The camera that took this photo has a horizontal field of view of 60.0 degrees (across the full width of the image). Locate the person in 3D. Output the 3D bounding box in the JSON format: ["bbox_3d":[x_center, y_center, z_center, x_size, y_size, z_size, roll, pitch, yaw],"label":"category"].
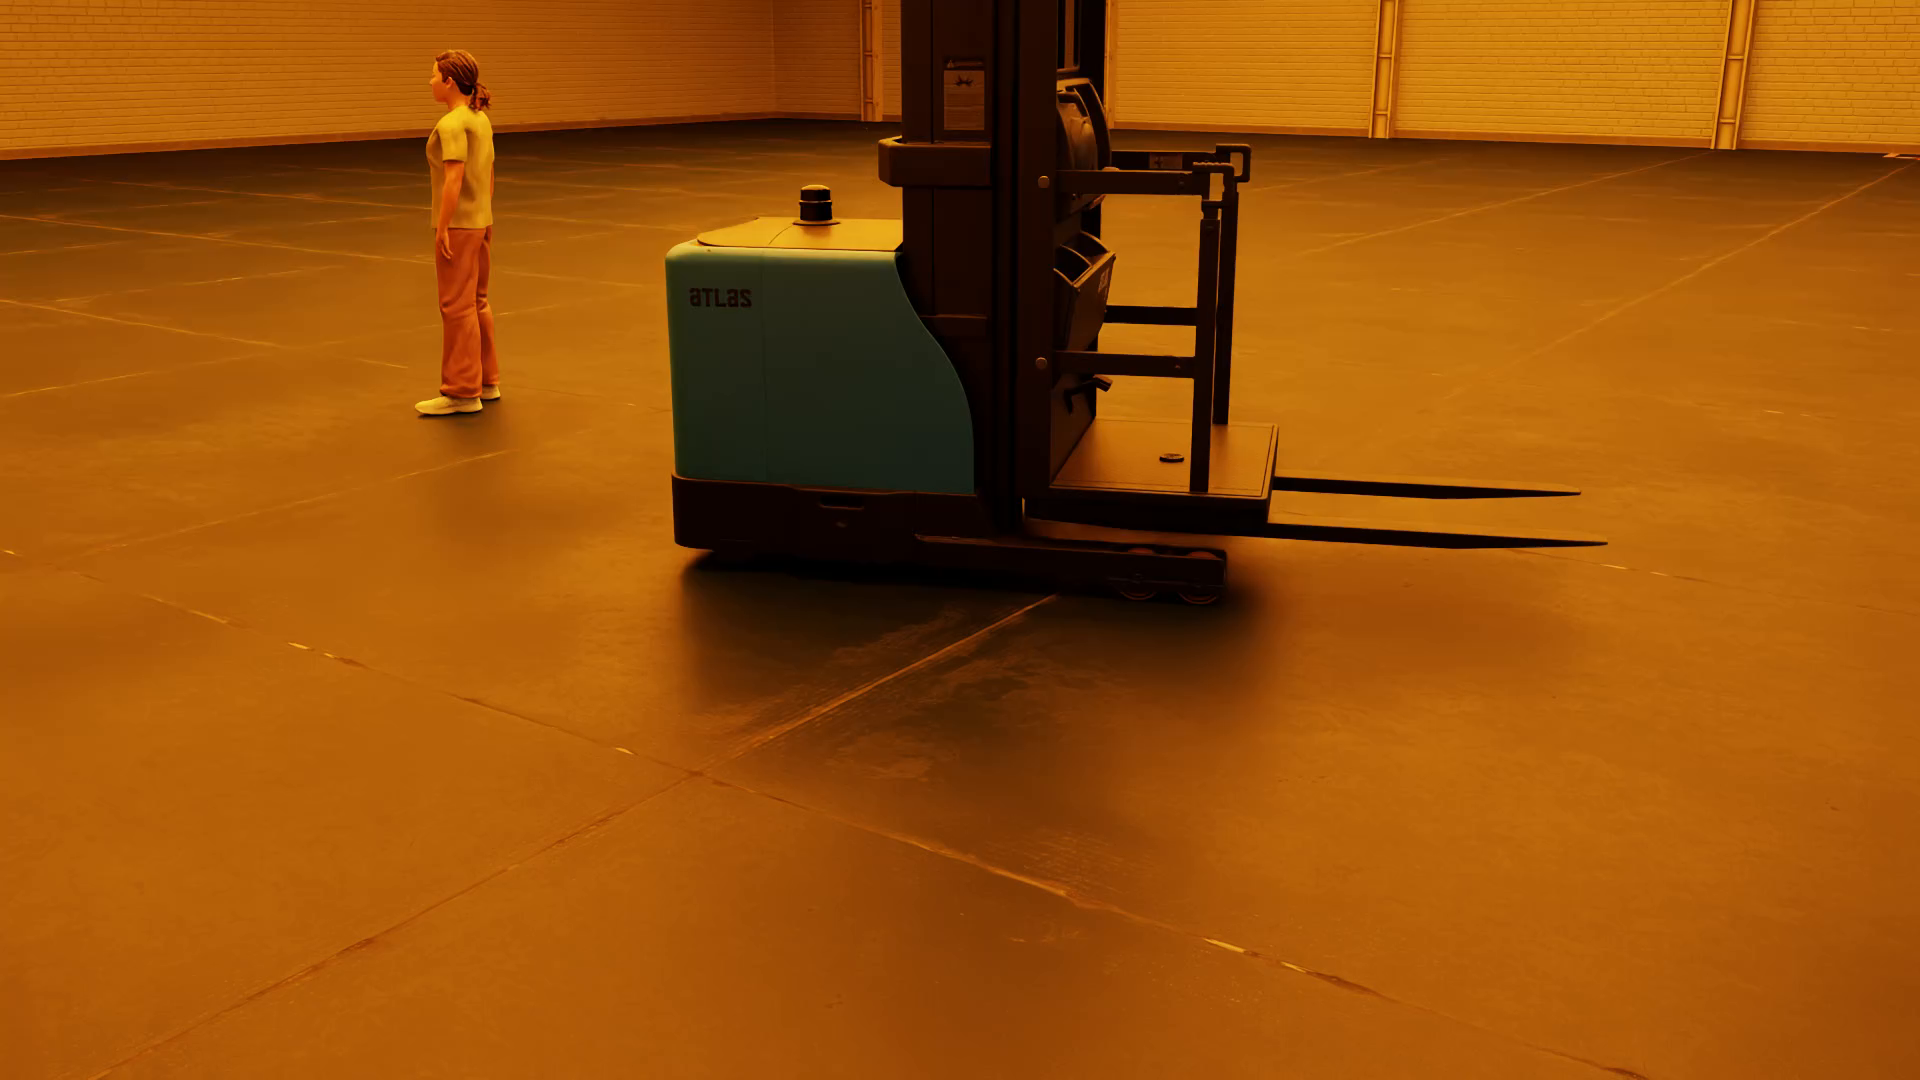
[{"bbox_3d":[-2.396,-1.472,7.950,0.405,1.674,0.597,0,17,0],"label":"person"}]

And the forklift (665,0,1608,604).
[{"bbox_3d":[0.595,-1.367,5.404,3.031,2.935,1.130,4,17,12],"label":"forklift"}]
